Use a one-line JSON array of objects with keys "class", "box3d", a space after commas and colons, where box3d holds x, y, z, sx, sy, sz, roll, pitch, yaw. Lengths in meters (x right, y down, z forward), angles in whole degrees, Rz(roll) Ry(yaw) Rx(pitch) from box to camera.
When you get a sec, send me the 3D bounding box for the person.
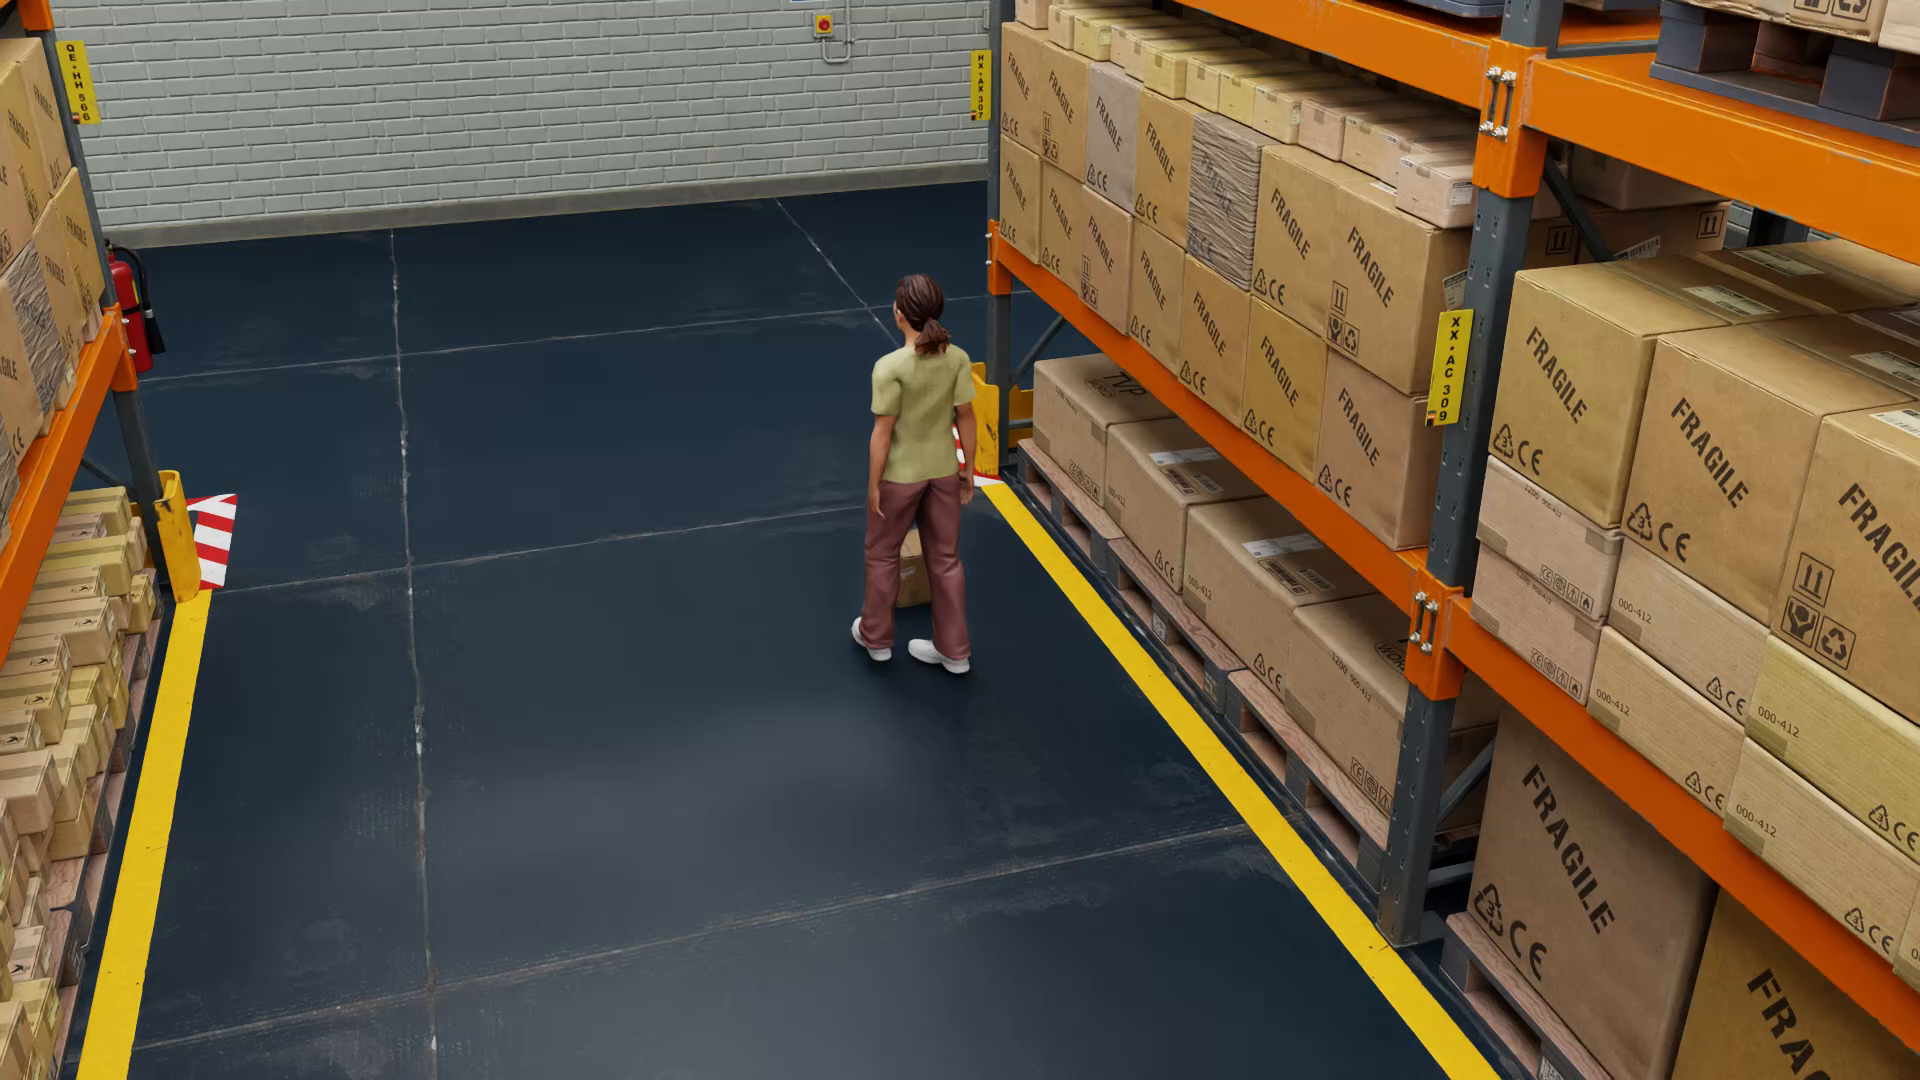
[{"class": "person", "box3d": [-0.200, -0.276, 6.654, 0.453, 1.667, 0.560, -13, 29, -25]}]
